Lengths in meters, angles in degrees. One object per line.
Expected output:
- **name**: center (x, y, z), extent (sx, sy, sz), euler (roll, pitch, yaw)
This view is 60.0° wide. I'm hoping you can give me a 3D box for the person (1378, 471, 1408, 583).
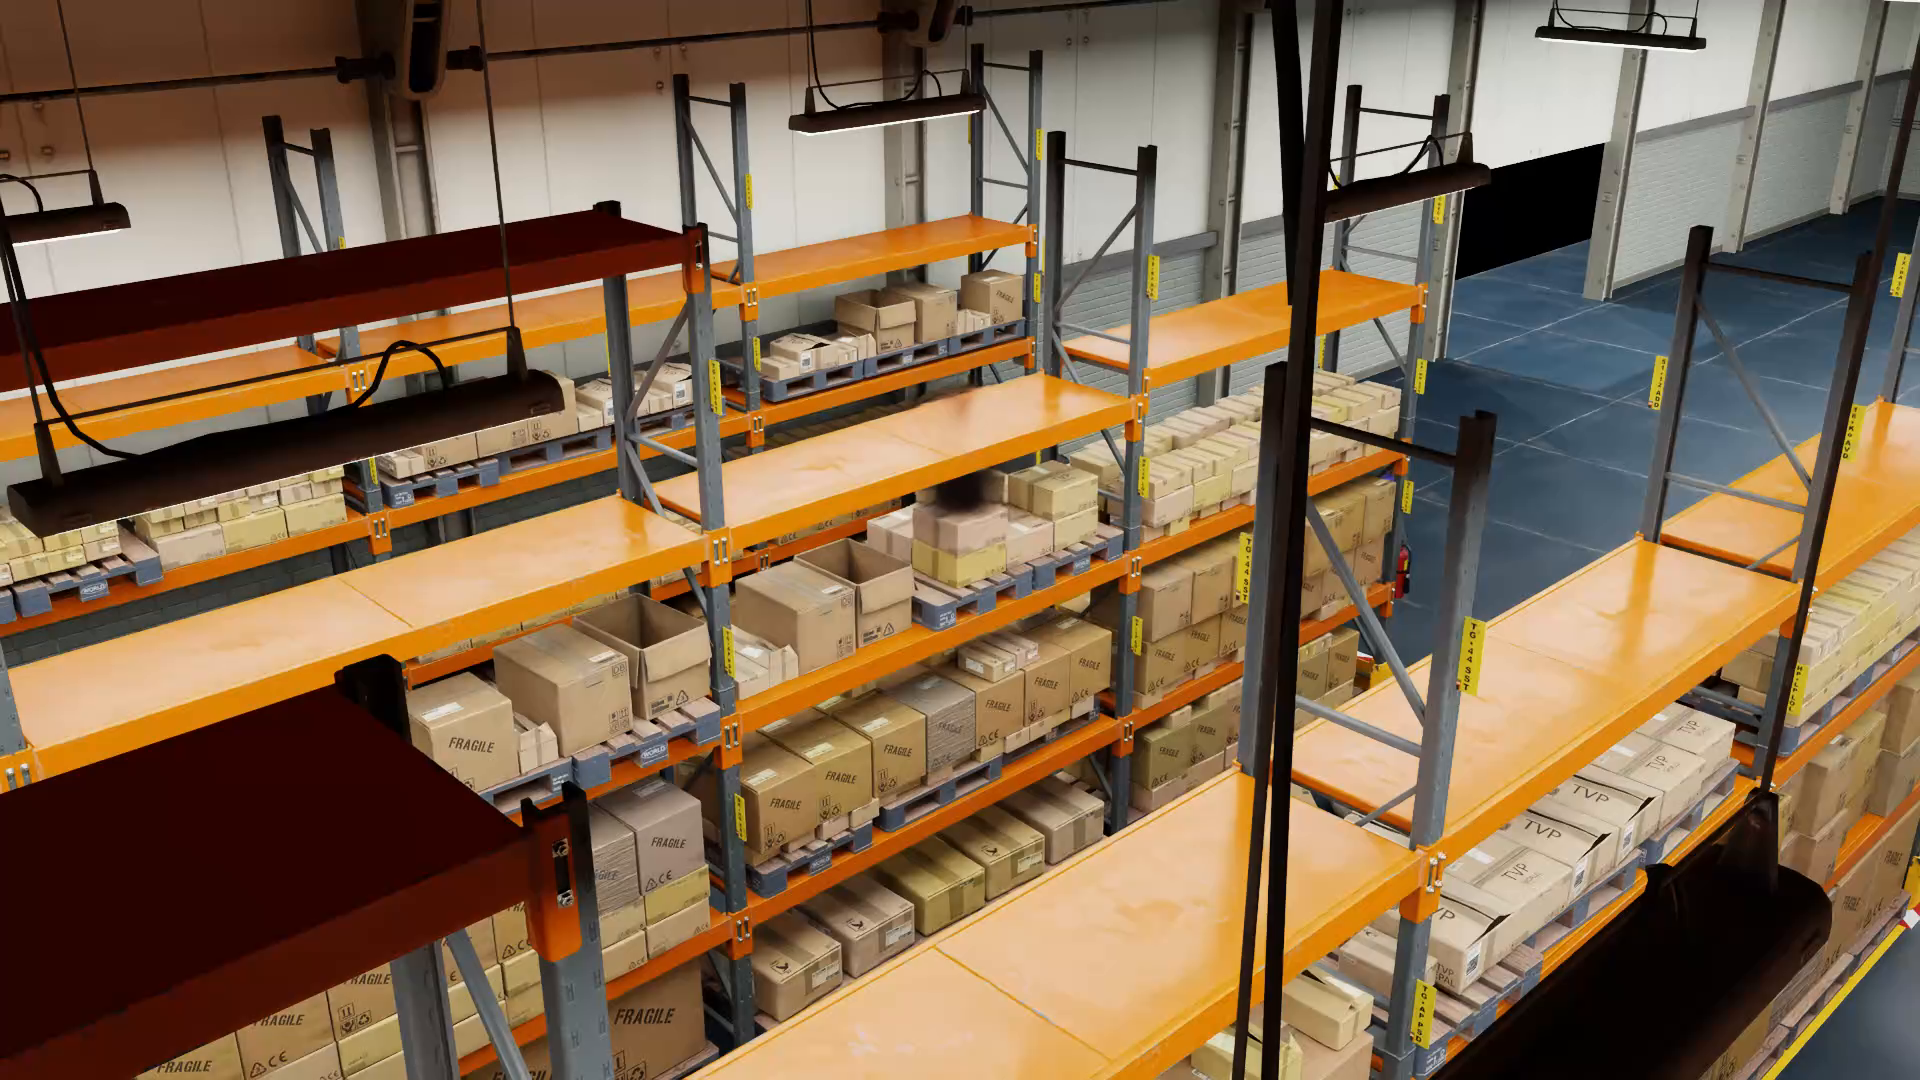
- **person**: center (4.857, -0.163, 19.129), extent (0.548, 1.601, 0.751), euler (19, 29, 39)
